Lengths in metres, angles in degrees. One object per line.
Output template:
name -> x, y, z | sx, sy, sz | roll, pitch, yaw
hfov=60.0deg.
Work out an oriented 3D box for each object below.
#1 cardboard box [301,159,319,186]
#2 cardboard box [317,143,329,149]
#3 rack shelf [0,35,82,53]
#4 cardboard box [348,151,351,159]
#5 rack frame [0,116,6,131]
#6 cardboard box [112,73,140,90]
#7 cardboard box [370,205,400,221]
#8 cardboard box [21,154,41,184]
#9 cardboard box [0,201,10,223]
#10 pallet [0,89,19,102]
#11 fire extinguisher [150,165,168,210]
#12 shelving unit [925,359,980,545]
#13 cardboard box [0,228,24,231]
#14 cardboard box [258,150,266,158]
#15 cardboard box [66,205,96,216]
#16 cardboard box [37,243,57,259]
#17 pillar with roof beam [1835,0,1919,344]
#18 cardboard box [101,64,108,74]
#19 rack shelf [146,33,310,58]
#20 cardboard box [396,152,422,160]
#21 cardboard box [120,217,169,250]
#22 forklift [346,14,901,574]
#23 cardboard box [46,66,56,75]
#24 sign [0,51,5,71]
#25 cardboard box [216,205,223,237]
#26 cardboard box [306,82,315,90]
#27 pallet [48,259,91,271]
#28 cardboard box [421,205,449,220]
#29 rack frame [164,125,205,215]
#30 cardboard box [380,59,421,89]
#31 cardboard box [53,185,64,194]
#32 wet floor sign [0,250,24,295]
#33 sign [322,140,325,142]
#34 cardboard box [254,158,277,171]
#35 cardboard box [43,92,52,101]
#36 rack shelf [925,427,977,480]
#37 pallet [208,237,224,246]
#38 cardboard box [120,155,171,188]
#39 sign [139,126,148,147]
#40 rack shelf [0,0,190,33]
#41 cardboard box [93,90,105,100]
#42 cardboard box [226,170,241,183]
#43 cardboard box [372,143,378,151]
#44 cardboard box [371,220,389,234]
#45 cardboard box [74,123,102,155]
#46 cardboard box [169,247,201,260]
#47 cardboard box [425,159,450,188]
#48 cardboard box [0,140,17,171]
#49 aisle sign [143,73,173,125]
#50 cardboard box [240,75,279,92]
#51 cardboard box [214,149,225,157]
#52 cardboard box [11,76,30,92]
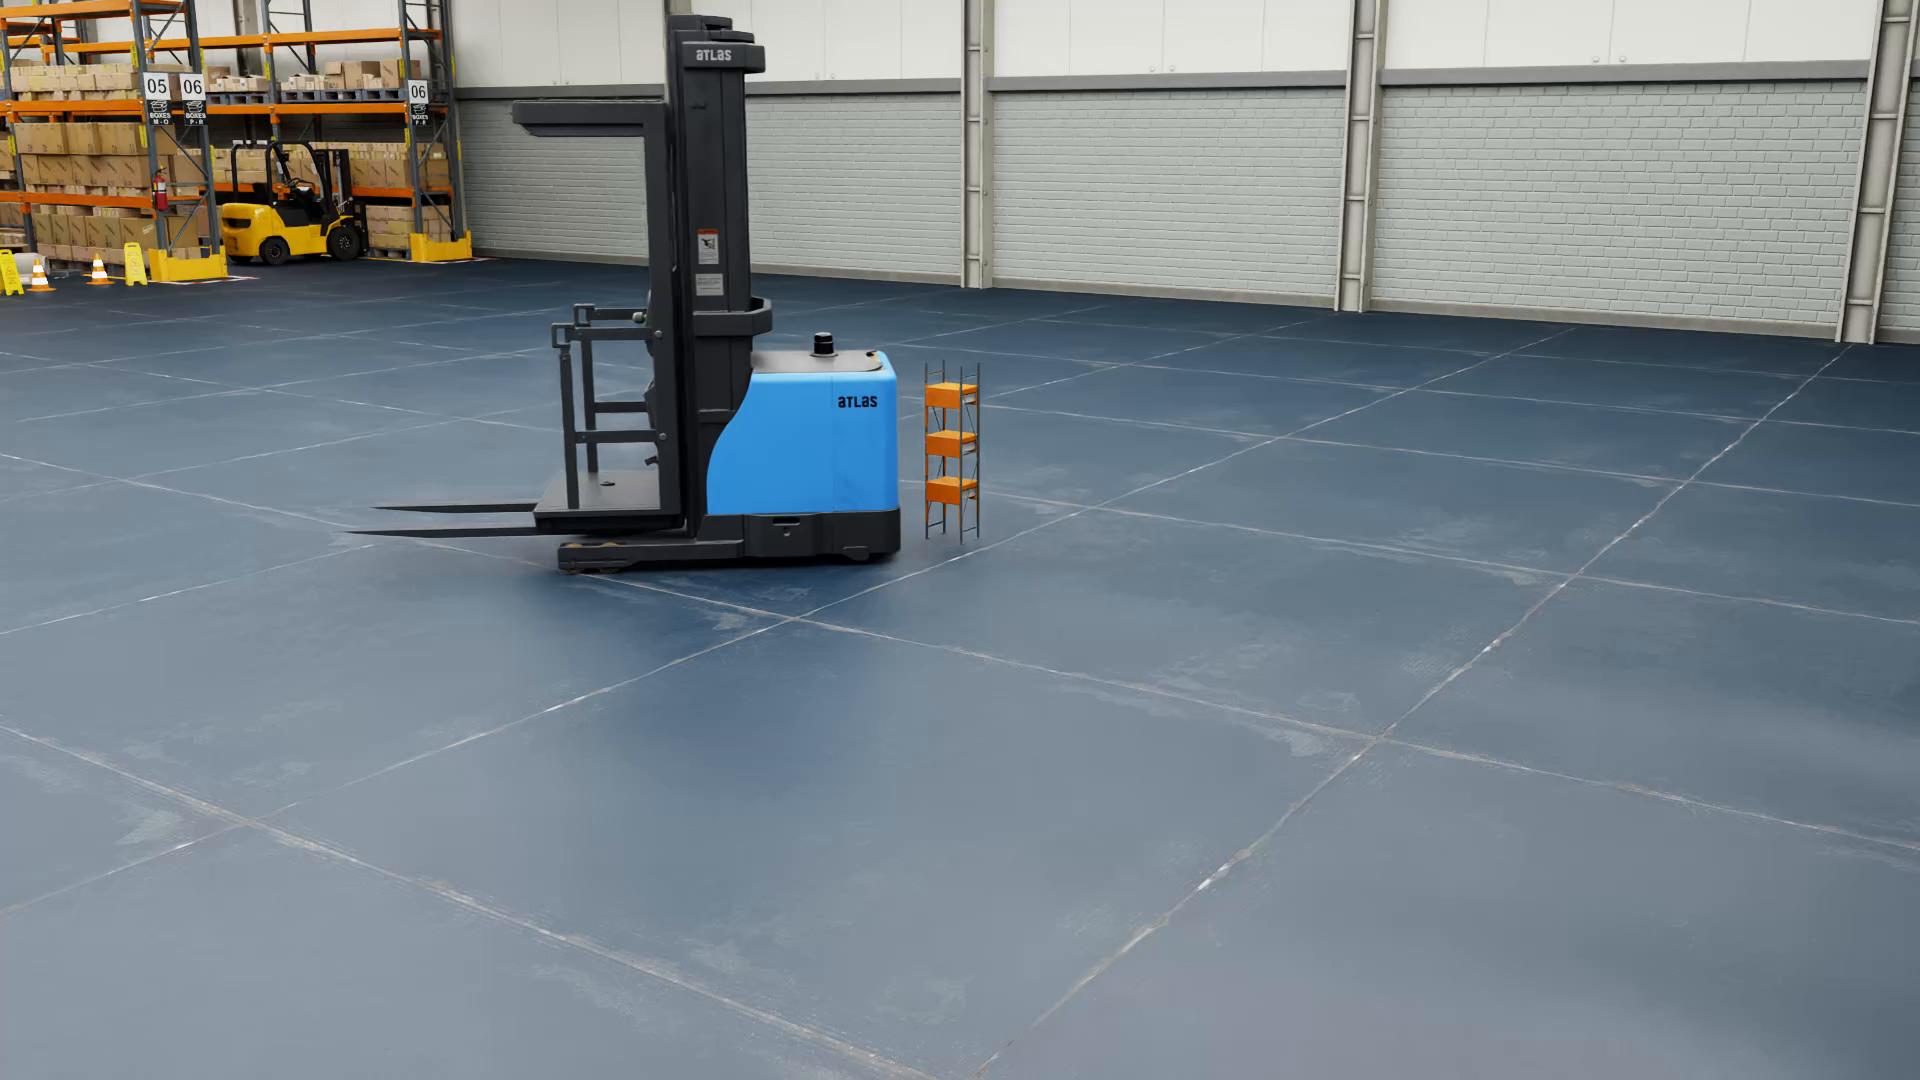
cardboard box -> -12.276, -7.072, 31.941 | 0.500, 0.500, 0.500 | 10, 17, 34
cardboard box -> -11.971, -7.473, 31.594 | 0.250, 0.149, 0.380 | 9, 16, 32
rack shelf -> -21.238, -11.104, 37.456 | 4.000, 0.370, 1.077 | 9, 17, 33
cardboard box -> -11.300, -7.238, 31.260 | 0.250, 0.149, 0.380 | 9, 17, 32
rack frame -> -22.898, -8.811, 39.173 | 0.127, 3.000, 1.000 | 9, 17, 33
cardboard box -> -12.963, -7.217, 26.187 | 0.500, 0.250, 0.500 | 9, 16, 32
cardboard box -> -10.604, -6.086, 30.935 | 0.500, 0.250, 0.500 | 10, 17, 34
cardboard box -> -15.498, -6.290, 28.161 | 0.500, 0.500, 0.500 | 9, 17, 33
cardboard box -> -22.443, -7.702, 39.015 | 0.637, 0.503, 0.797 | 8, 16, 31
pallet -> -16.160, -7.680, 28.754 | 1.003, 0.211, 1.213 | 9, 17, 33
fire extinguisher -> -12.551, -5.530, 26.081 | 0.183, 0.674, 0.296 | 9, 17, 33
shelving unit -> -0.044, -0.517, 9.726 | 0.252, 1.050, 0.215 | 9, 17, 33
cardboard box -> -17.320, -5.398, 29.981 | 0.625, 0.372, 0.950 | 10, 17, 35
cardboard box -> -13.572, -7.597, 32.714 | 0.250, 0.149, 0.380 | 9, 16, 32
cardboard box -> -14.646, -5.493, 27.710 | 0.250, 0.149, 0.380 | 10, 17, 36
cardboard box -> -15.369, -4.947, 28.415 | 0.500, 0.250, 0.500 | 8, 16, 30
pillar with roof beam -> 7.816, -5.773, 14.418 | 0.400, 9.000, 9.100 | 9, 17, 33
cardboard box -> -13.430, -7.500, 26.497 | 0.250, 0.149, 0.380 | 9, 17, 33
rack shelf -> -14.600, -9.838, 33.169 | 4.000, 0.370, 1.077 | 9, 17, 33
cardboard box -> -10.065, -7.019, 30.377 | 0.250, 0.149, 0.380 | 9, 17, 34
cardboard box -> -13.199, -4.963, 26.919 | 0.500, 0.500, 0.500 | 9, 17, 33
forklift -> -1.885, -1.370, 9.260 | 3.031, 2.935, 1.130 | -1, 14, -6
cardboard box -> -14.745, -7.695, 27.287 | 0.250, 0.149, 0.380 | 9, 16, 31
sign -> -16.014, -7.998, 27.753 | 0.005, 0.325, 0.100 | 9, 17, 33
cardboard box -> -14.644, -6.526, 34.013 | 0.625, 0.625, 0.875 | 8, 16, 31
cardboard box -> -12.100, -8.564, 31.375 | 0.250, 0.149, 0.380 | 10, 17, 34
pallet -> -15.130, -4.775, 28.672 | 1.213, 0.211, 1.003 | 9, 17, 33
cardboard box -> -9.914, -6.122, 31.078 | 0.500, 0.250, 0.500 | 9, 16, 32
rack frame -> -16.259, -7.738, 34.839 | 0.127, 3.000, 1.000 | 9, 17, 33
cardboard box -> -10.124, -8.433, 30.114 | 0.500, 0.500, 0.500 | 10, 17, 35
cardboard box -> -14.963, -5.890, 27.897 | 0.250, 0.149, 0.380 | 10, 17, 35
wet floor sign -> -13.938, -3.922, 24.325 | 0.232, 0.644, 0.267 | 6, 15, 23
sign -> -12.632, -7.771, 33.006 | 0.005, 0.325, 0.100 | 9, 17, 33
cardboard box -> -13.490, -7.386, 32.690 | 0.500, 0.250, 0.500 | 9, 16, 32
cardboard box -> -14.947, -7.356, 27.576 | 0.250, 0.149, 0.380 | 10, 17, 34
rack shelf -> -0.044, -0.507, 9.729 | 0.240, 0.259, 0.215 | 9, 17, 33
pallet -> -14.590, -6.102, 34.035 | 1.213, 0.211, 1.003 | 9, 17, 33
cardboard box -> -12.992, -5.886, 26.529 | 0.500, 0.500, 0.500 | 9, 16, 32
sign -> -12.715, -6.282, 25.892 | 0.005, 0.325, 0.100 | 9, 17, 33
rack shelf -> -14.048, -8.504, 26.954 | 4.000, 0.370, 1.077 | 9, 17, 33
cardboard box -> -13.673, -7.141, 26.710 | 0.250, 0.149, 0.380 | 9, 17, 32
cardboard box -> -14.320, -7.283, 33.314 | 0.500, 0.250, 0.500 | 9, 17, 33
cardboard box -> -10.655, -7.284, 30.827 | 0.250, 0.149, 0.380 | 9, 17, 33
cardboard box -> -10.610, -5.849, 31.017 | 0.500, 0.250, 0.500 | 9, 17, 32
cardboard box -> -13.830, -6.495, 26.912 | 0.500, 0.500, 0.700 | 9, 16, 32
cardboard box -> -12.903, -4.707, 27.445 | 0.500, 0.250, 0.500 | 9, 17, 32
cardboard box -> -9.877, -6.835, 30.985 | 0.500, 0.500, 0.500 | 10, 17, 35
cardboard box -> -16.219, -6.624, 28.639 | 0.500, 0.500, 0.500 | 9, 16, 32
aisle sign -> -12.499, -6.871, 25.925 | 0.004, 0.787, 0.394 | 9, 17, 33
cardboard box -> -13.677, -8.915, 32.456 | 0.500, 0.311, 0.500 | 9, 16, 31
cardboard box -> -14.813, -7.813, 33.585 | 0.250, 0.149, 0.380 | 9, 17, 33
cardboard box -> -15.495, -7.625, 27.835 | 0.500, 0.250, 0.500 | 9, 16, 32
